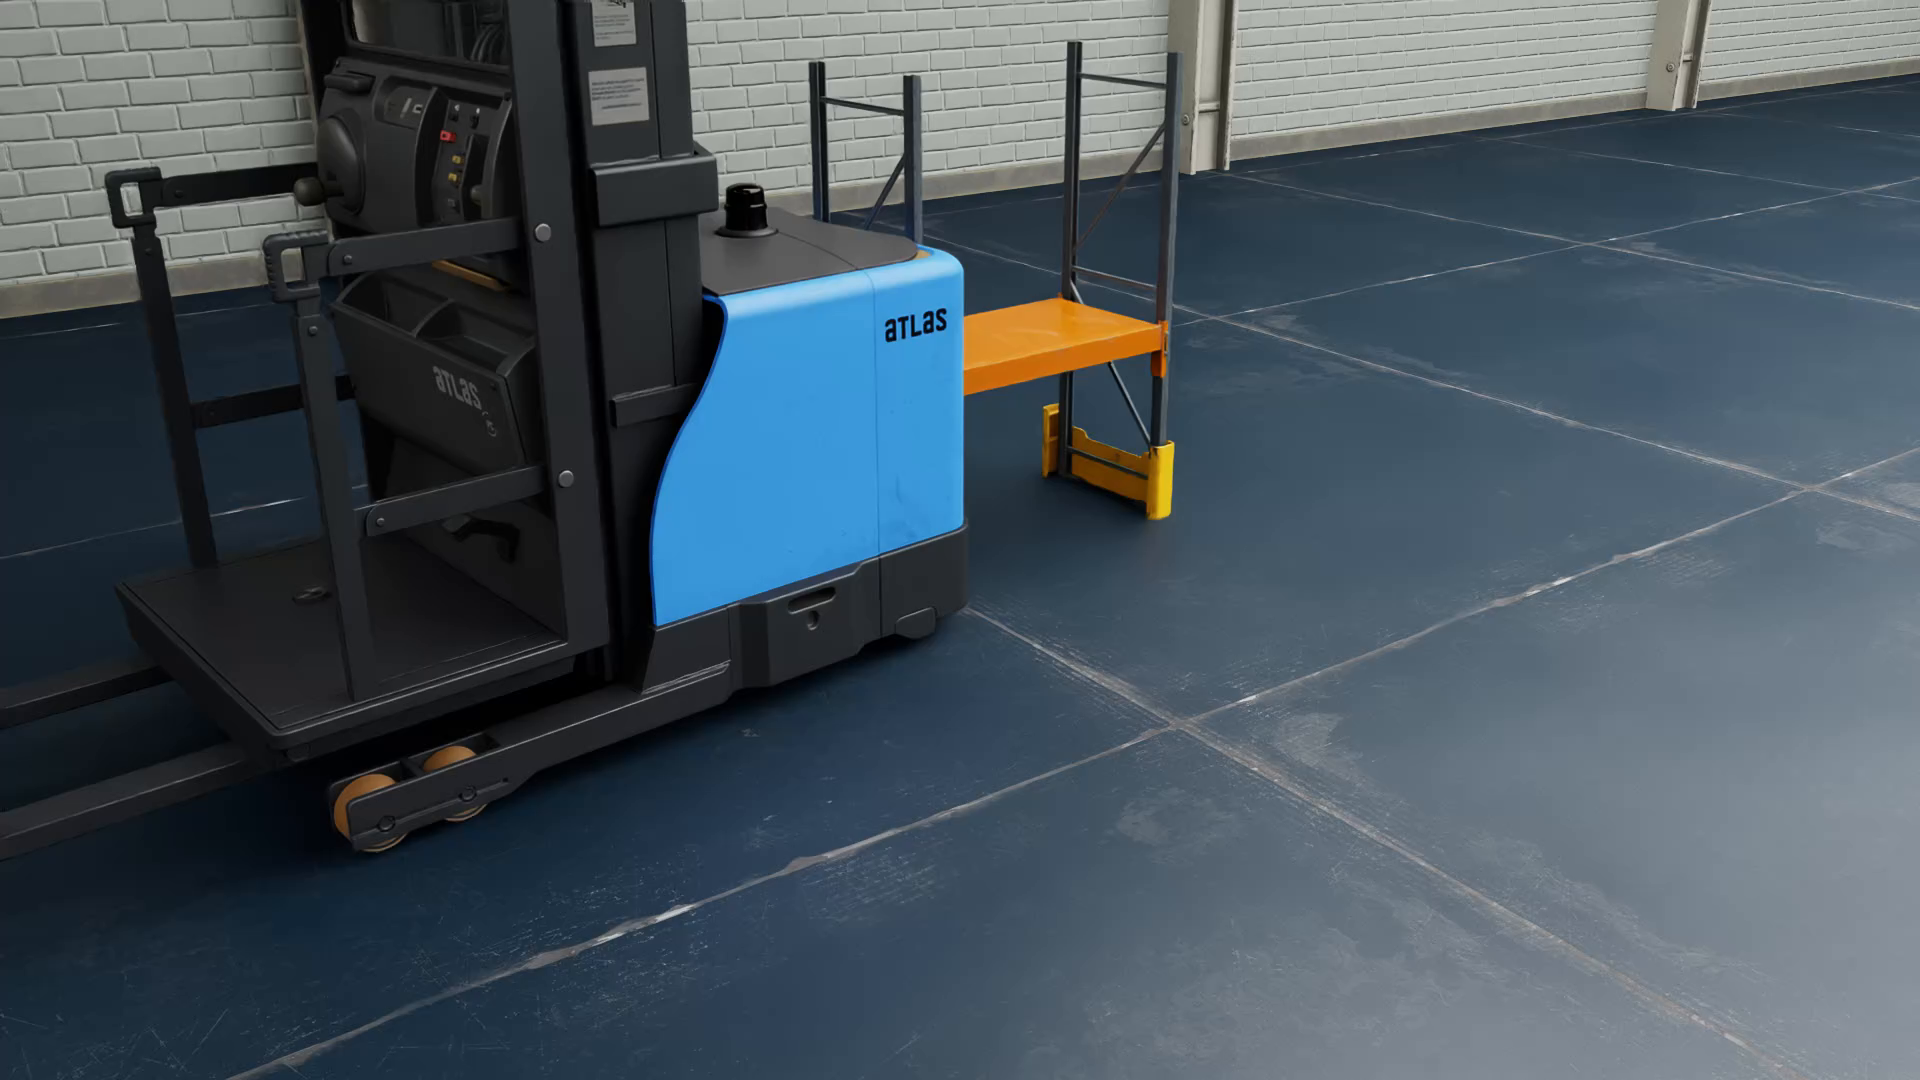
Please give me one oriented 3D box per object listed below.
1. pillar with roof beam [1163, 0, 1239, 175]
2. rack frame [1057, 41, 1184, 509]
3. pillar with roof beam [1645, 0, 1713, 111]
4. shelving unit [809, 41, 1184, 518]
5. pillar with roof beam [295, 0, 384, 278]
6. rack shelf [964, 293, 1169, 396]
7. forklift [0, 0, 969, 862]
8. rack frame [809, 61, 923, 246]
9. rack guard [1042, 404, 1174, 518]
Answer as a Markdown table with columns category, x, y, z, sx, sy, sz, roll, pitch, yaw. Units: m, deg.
| category | x | y | z | sx | sy | sz | roll | pitch | yaw |
| --- | --- | --- | --- | --- | --- | --- | --- | --- | --- |
| pillar with roof beam | 4.249 | -5.612 | 7.320 | 0.400 | 9.000 | 9.100 | -15 | 26 | -33 |
| rack frame | 0.518 | -0.865 | 5.540 | 0.032 | 1.500 | 0.500 | -17 | 27 | -36 |
| pillar with roof beam | 9.119 | -6.911 | 10.574 | 0.400 | 9.000 | 9.100 | -15 | 26 | -33 |
| shelving unit | 0.116 | -0.744 | 5.238 | 1.083 | 1.500 | 0.587 | -17 | 27 | -36 |
| pillar with roof beam | -0.622 | -4.314 | 4.065 | 0.400 | 9.000 | 9.100 | -15 | 26 | -33 |
| rack shelf | 0.123 | -0.579 | 5.310 | 1.000 | 0.185 | 0.538 | -17 | 27 | -36 |
| forklift | -1.412 | -0.892 | 3.677 | 3.031 | 2.935 | 1.130 | -18 | 28 | -38 |
| rack frame | -0.273 | -0.628 | 4.947 | 0.032 | 1.500 | 0.500 | -17 | 27 | -36 |
| rack guard | 0.503 | -0.280 | 5.760 | 0.087 | 0.250 | 0.587 | -17 | 27 | -36 |
